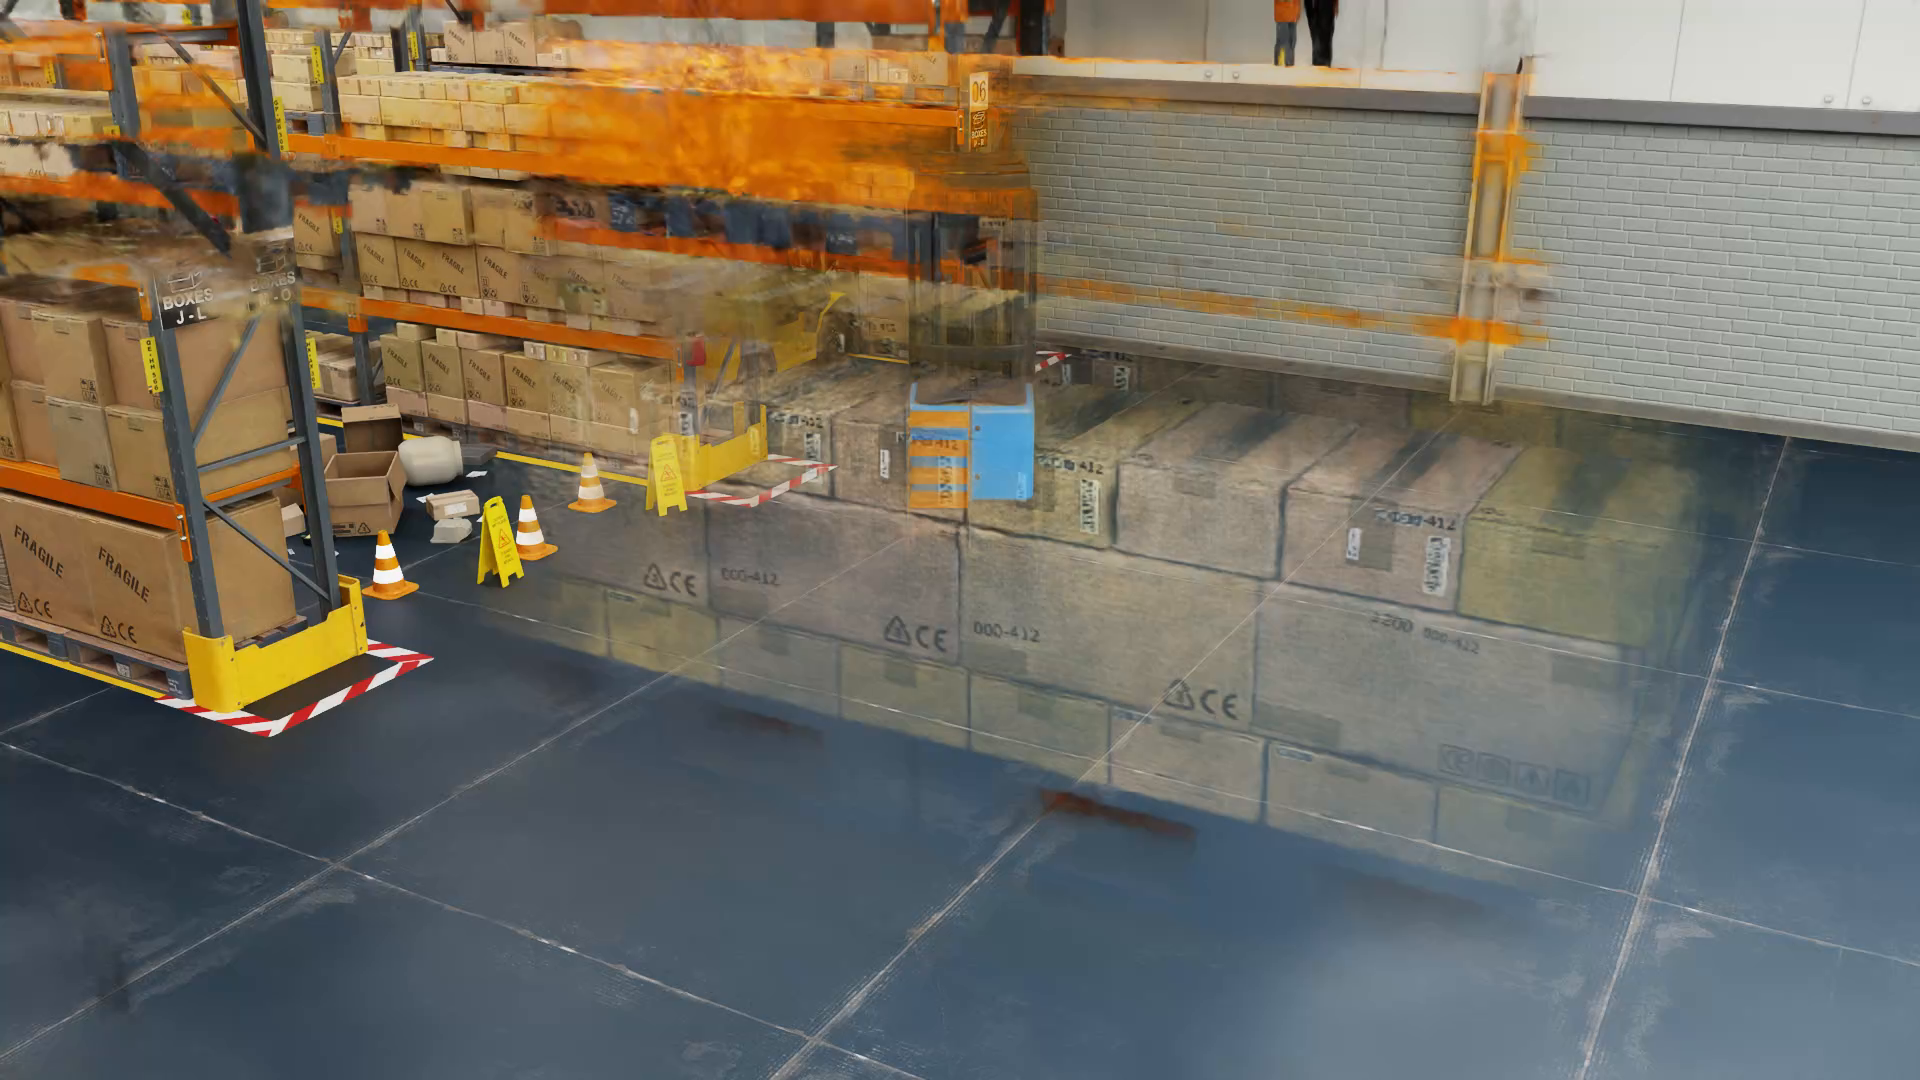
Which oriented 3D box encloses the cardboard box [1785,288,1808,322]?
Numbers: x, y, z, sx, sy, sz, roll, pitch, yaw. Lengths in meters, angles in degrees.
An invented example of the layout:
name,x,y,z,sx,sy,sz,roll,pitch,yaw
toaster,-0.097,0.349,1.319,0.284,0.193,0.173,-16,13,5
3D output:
name,x,y,z,sx,sy,sz,roll,pitch,yaw
cardboard box,-2.259,-3.460,14.474,0.250,0.149,0.380,11,23,27

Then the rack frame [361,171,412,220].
name,x,y,z,sx,sy,sz,roll,pitch,yaw
rack frame,-9.112,-3.346,18.192,0.127,3.000,1.000,11,23,27

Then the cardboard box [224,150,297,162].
name,x,y,z,sx,sy,sz,roll,pitch,yaw
cardboard box,-10.069,-5.109,17.890,0.500,0.500,0.700,10,22,25

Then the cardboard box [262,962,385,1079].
name,x,y,z,sx,sy,sz,roll,pitch,yaw
cardboard box,-7.127,-1.119,11.831,0.550,0.550,0.875,11,23,27

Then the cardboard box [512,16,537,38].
name,x,y,z,sx,sy,sz,roll,pitch,yaw
cardboard box,-9.886,-7.330,23.338,0.258,0.266,0.396,10,22,27

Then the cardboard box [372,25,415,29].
name,x,y,z,sx,sy,sz,roll,pitch,yaw
cardboard box,-11.822,-7.618,24.620,0.500,0.250,0.500,11,23,27

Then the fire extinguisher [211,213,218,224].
name,x,y,z,sx,sy,sz,roll,pitch,yaw
fire extinguisher,-14.033,-5.830,25.700,0.183,0.674,0.296,11,23,27

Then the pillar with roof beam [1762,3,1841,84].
name,x,y,z,sx,sy,sz,roll,pitch,yaw
pillar with roof beam,-1.978,-5.417,15.102,0.400,9.000,9.100,11,23,27

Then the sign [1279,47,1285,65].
name,x,y,z,sx,sy,sz,roll,pitch,yaw
sign,-3.459,-5.797,19.330,0.005,0.325,0.100,11,23,27

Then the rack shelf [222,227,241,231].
name,x,y,z,sx,sy,sz,roll,pitch,yaw
rack shelf,-11.933,-5.484,25.141,4.000,0.370,1.077,11,23,27

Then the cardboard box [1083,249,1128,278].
name,x,y,z,sx,sy,sz,roll,pitch,yaw
cardboard box,-4.996,-3.780,15.356,0.250,0.149,0.380,11,23,27

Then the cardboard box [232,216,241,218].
name,x,y,z,sx,sy,sz,roll,pitch,yaw
cardboard box,-13.414,-6.069,25.481,0.500,0.250,0.500,11,23,28

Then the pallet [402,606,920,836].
name,x,y,z,sx,sy,sz,roll,pitch,yaw
pallet,-6.176,-2.217,10.809,1.213,0.211,1.003,11,23,27

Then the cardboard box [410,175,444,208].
name,x,y,z,sx,sy,sz,roll,pitch,yaw
cardboard box,-8.920,-4.535,17.439,0.250,0.149,0.380,11,23,27

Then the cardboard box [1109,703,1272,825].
name,x,y,z,sx,sy,sz,roll,pitch,yaw
cardboard box,-5.354,-2.101,9.966,0.250,0.149,0.380,11,23,28

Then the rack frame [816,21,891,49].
name,x,y,z,sx,sy,sz,roll,pitch,yaw
rack frame,-6.695,-7.645,21.244,0.127,3.000,1.000,11,23,27

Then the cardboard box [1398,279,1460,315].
name,x,y,z,sx,sy,sz,roll,pitch,yaw
cardboard box,-3.680,-3.505,14.599,0.250,0.149,0.380,10,22,26

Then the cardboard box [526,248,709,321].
name,x,y,z,sx,sy,sz,roll,pitch,yaw
cardboard box,-6.586,-2.968,11.186,0.250,0.149,0.380,11,23,27

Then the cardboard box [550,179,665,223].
name,x,y,z,sx,sy,sz,roll,pitch,yaw
cardboard box,-7.767,-4.560,16.987,0.637,0.503,0.797,11,23,27

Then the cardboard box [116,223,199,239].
name,x,y,z,sx,sy,sz,roll,pitch,yaw
cardboard box,-11.636,-4.445,19.608,0.500,0.500,0.500,11,23,28

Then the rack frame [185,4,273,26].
name,x,y,z,sx,sy,sz,roll,pitch,yaw
rack frame,-13.679,-8.975,24.912,0.127,3.000,1.000,11,23,27

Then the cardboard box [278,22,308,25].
name,x,y,z,sx,sy,sz,roll,pitch,yaw
cardboard box,-13.155,-7.879,25.338,0.500,0.250,0.500,10,22,26

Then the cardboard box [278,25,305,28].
name,x,y,z,sx,sy,sz,roll,pitch,yaw
cardboard box,-12.979,-7.631,24.655,0.500,0.250,0.500,11,22,27

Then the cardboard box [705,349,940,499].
name,x,y,z,sx,sy,sz,roll,pitch,yaw
cardboard box,-6.023,-2.603,10.181,0.250,0.149,0.380,10,22,27

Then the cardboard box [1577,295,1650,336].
name,x,y,z,sx,sy,sz,roll,pitch,yaw
cardboard box,-3.025,-3.370,14.226,0.250,0.149,0.380,12,23,29

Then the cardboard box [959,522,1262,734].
name,x,y,z,sx,sy,sz,roll,pitch,yaw
cardboard box,-5.454,-2.331,10.015,0.500,0.250,0.500,11,23,27

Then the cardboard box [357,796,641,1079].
name,x,y,z,sx,sy,sz,roll,pitch,yaw
cardboard box,-6.699,-1.510,11.325,0.550,0.550,0.875,11,23,27

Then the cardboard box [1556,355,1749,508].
name,x,y,z,sx,sy,sz,roll,pitch,yaw
cardboard box,-4.590,-2.587,10.136,0.250,0.149,0.380,11,23,28

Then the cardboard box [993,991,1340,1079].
name,x,y,z,sx,sy,sz,roll,pitch,yaw
cardboard box,-5.284,-1.241,10.584,0.550,0.550,0.875,11,23,27

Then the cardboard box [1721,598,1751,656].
name,x,y,z,sx,sy,sz,roll,pitch,yaw
cardboard box,-2.324,-2.016,14.893,0.250,0.149,0.380,11,23,28

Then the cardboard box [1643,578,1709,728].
name,x,y,z,sx,sy,sz,roll,pitch,yaw
cardboard box,-4.597,-2.215,10.278,0.250,0.149,0.380,11,23,28

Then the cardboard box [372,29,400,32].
name,x,y,z,sx,sy,sz,roll,pitch,yaw
cardboard box,-11.630,-7.385,23.978,0.500,0.250,0.500,11,23,28

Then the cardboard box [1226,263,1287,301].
name,x,y,z,sx,sy,sz,roll,pitch,yaw
cardboard box,-4.385,-3.608,14.882,0.250,0.149,0.380,10,22,26

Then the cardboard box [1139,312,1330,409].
name,x,y,z,sx,sy,sz,roll,pitch,yaw
cardboard box,-5.252,-2.714,10.486,0.250,0.149,0.380,11,23,28

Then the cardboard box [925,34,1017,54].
name,x,y,z,sx,sy,sz,roll,pitch,yaw
cardboard box,-5.692,-6.279,20.969,0.500,0.500,0.700,10,22,26

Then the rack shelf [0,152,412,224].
name,x,y,z,sx,sy,sz,roll,pitch,yaw
rack shelf,-10.858,-4.751,18.720,4.000,0.370,1.077,11,23,27

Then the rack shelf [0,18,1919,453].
name,x,y,z,sx,sy,sz,roll,pitch,yaw
rack shelf,-6.200,-3.152,10.500,4.000,0.370,1.077,11,23,27

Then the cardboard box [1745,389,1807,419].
name,x,y,z,sx,sy,sz,roll,pitch,yaw
cardboard box,-0.268,-3.545,18.593,0.500,0.500,0.500,10,22,26

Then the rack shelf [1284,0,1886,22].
name,x,y,z,sx,sy,sz,roll,pitch,yaw
rack shelf,-1.457,-6.121,18.684,4.000,0.370,1.077,11,23,27

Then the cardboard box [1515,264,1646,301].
name,x,y,z,sx,sy,sz,roll,pitch,yaw
cardboard box,-3.138,-3.588,14.244,0.500,0.250,0.500,10,22,27

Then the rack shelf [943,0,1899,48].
name,x,y,z,sx,sy,sz,roll,pitch,yaw
rack shelf,-3.874,-4.829,14.541,4.000,0.370,1.077,11,23,27

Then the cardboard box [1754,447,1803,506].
name,x,y,z,sx,sy,sz,roll,pitch,yaw
cardboard box,-0.265,-2.853,18.781,0.500,0.250,0.500,12,23,29

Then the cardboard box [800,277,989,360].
name,x,y,z,sx,sy,sz,roll,pitch,yaw
cardboard box,-5.923,-2.841,10.837,0.250,0.149,0.380,11,23,28

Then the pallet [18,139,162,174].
name,x,y,z,sx,sy,sz,roll,pitch,yaw
pallet,-11.780,-5.194,19.167,1.217,0.209,0.805,10,22,25

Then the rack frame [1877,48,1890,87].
name,x,y,z,sx,sy,sz,roll,pitch,yaw
rack frame,-2.128,-4.836,13.501,0.127,3.000,1.000,11,23,27

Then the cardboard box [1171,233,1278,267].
name,x,y,z,sx,sy,sz,roll,pitch,yaw
cardboard box,-4.484,-3.836,14.926,0.500,0.250,0.500,11,23,28

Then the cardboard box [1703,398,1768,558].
name,x,y,z,sx,sy,sz,roll,pitch,yaw
cardboard box,-2.680,-2.693,14.341,0.500,0.500,0.700,10,22,26

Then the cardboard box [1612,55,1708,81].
name,x,y,z,sx,sy,sz,roll,pitch,yaw
cardboard box,-1.061,-5.397,18.537,0.500,0.500,0.700,11,23,28

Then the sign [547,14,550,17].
name,x,y,z,sx,sy,sz,roll,pitch,yaw
sign,-9.919,-7.494,23.891,0.005,0.325,0.100,11,23,27

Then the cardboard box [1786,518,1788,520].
name,x,y,z,sx,sy,sz,roll,pitch,yaw
cardboard box,-0.044,-2.539,19.382,0.500,0.250,0.500,11,23,28

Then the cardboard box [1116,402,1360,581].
name,x,y,z,sx,sy,sz,roll,pitch,yaw
cardboard box,-5.354,-2.476,9.831,0.250,0.149,0.380,11,23,28

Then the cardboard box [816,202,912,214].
name,x,y,z,sx,sy,sz,roll,pitch,yaw
cardboard box,-6.201,-4.272,15.949,0.500,0.250,0.500,10,22,26

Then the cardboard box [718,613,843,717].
name,x,y,z,sx,sy,sz,roll,pitch,yaw
cardboard box,-6.018,-2.228,10.315,0.250,0.149,0.380,11,23,28

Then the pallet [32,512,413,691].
name,x,y,z,sx,sy,sz,roll,pitch,yaw
pallet,-7.237,-2.420,11.369,1.213,0.211,1.003,11,23,27
